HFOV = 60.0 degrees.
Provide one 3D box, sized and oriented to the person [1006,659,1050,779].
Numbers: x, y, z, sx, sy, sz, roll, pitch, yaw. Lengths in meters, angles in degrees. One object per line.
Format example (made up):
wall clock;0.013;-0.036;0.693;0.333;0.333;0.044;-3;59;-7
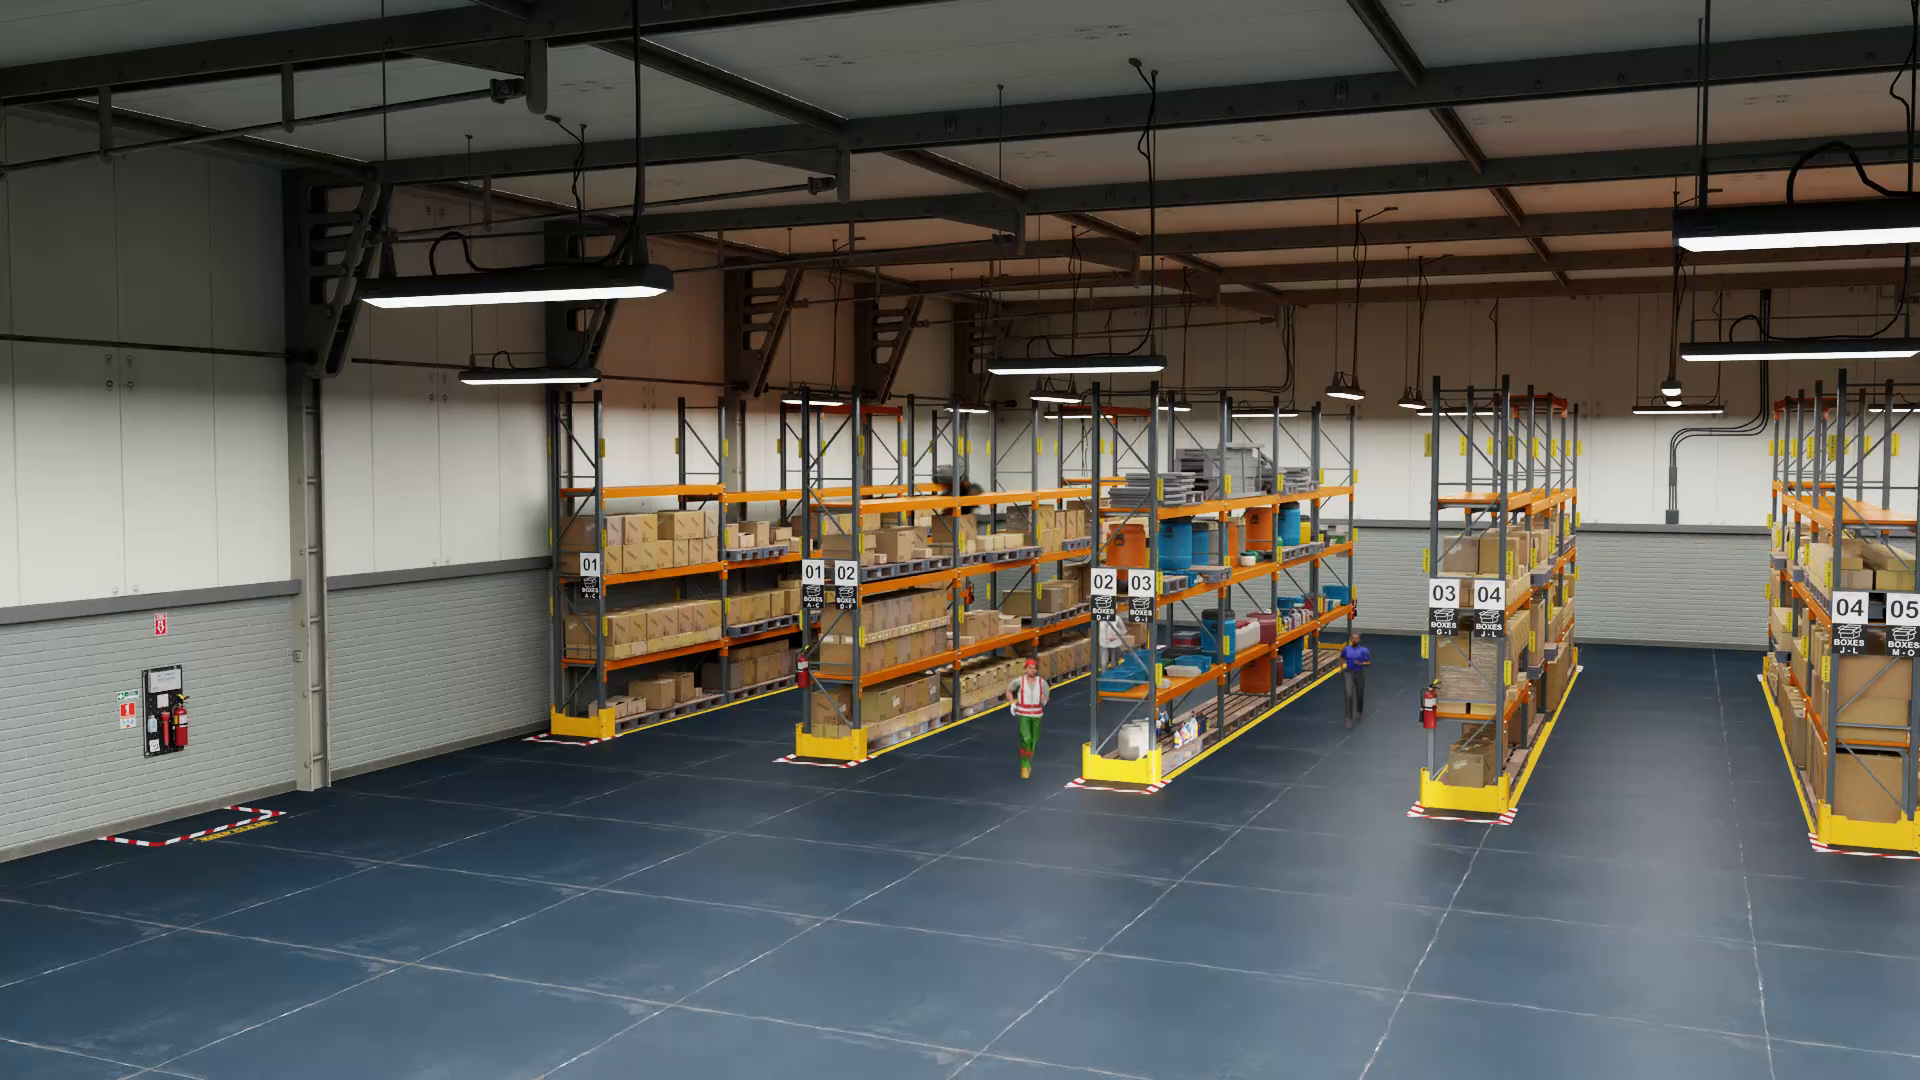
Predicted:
person;1.067;2.717;25.331;0.632;1.821;0.748;-1;3;-13

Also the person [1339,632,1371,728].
person;7.125;2.502;30.022;0.570;1.651;0.921;1;3;16

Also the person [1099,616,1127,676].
person;2.925;2.083;32.288;0.655;1.816;0.851;1;3;24
